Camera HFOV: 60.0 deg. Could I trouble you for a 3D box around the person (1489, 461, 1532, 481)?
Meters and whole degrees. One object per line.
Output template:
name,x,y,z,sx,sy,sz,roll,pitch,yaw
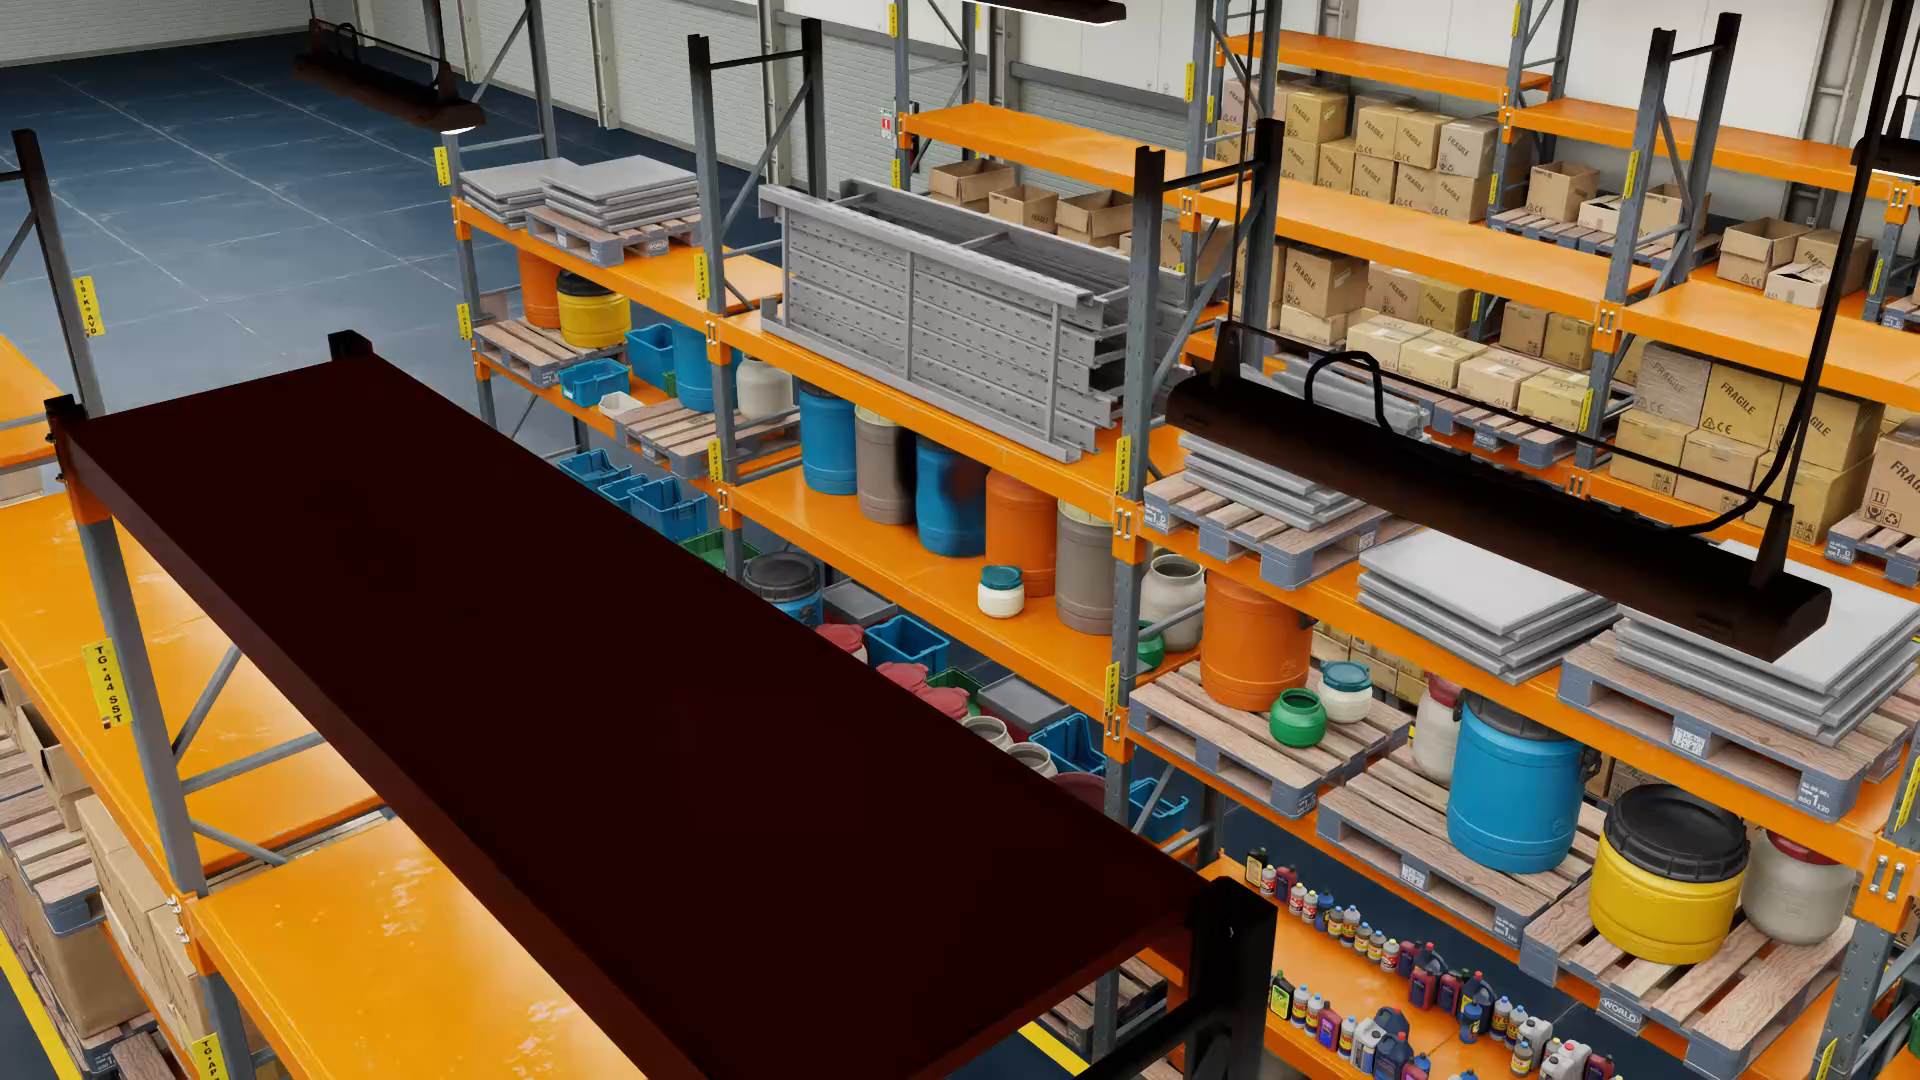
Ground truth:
person,5.175,-0.164,16.018,0.426,1.815,0.712,-5,27,-10
